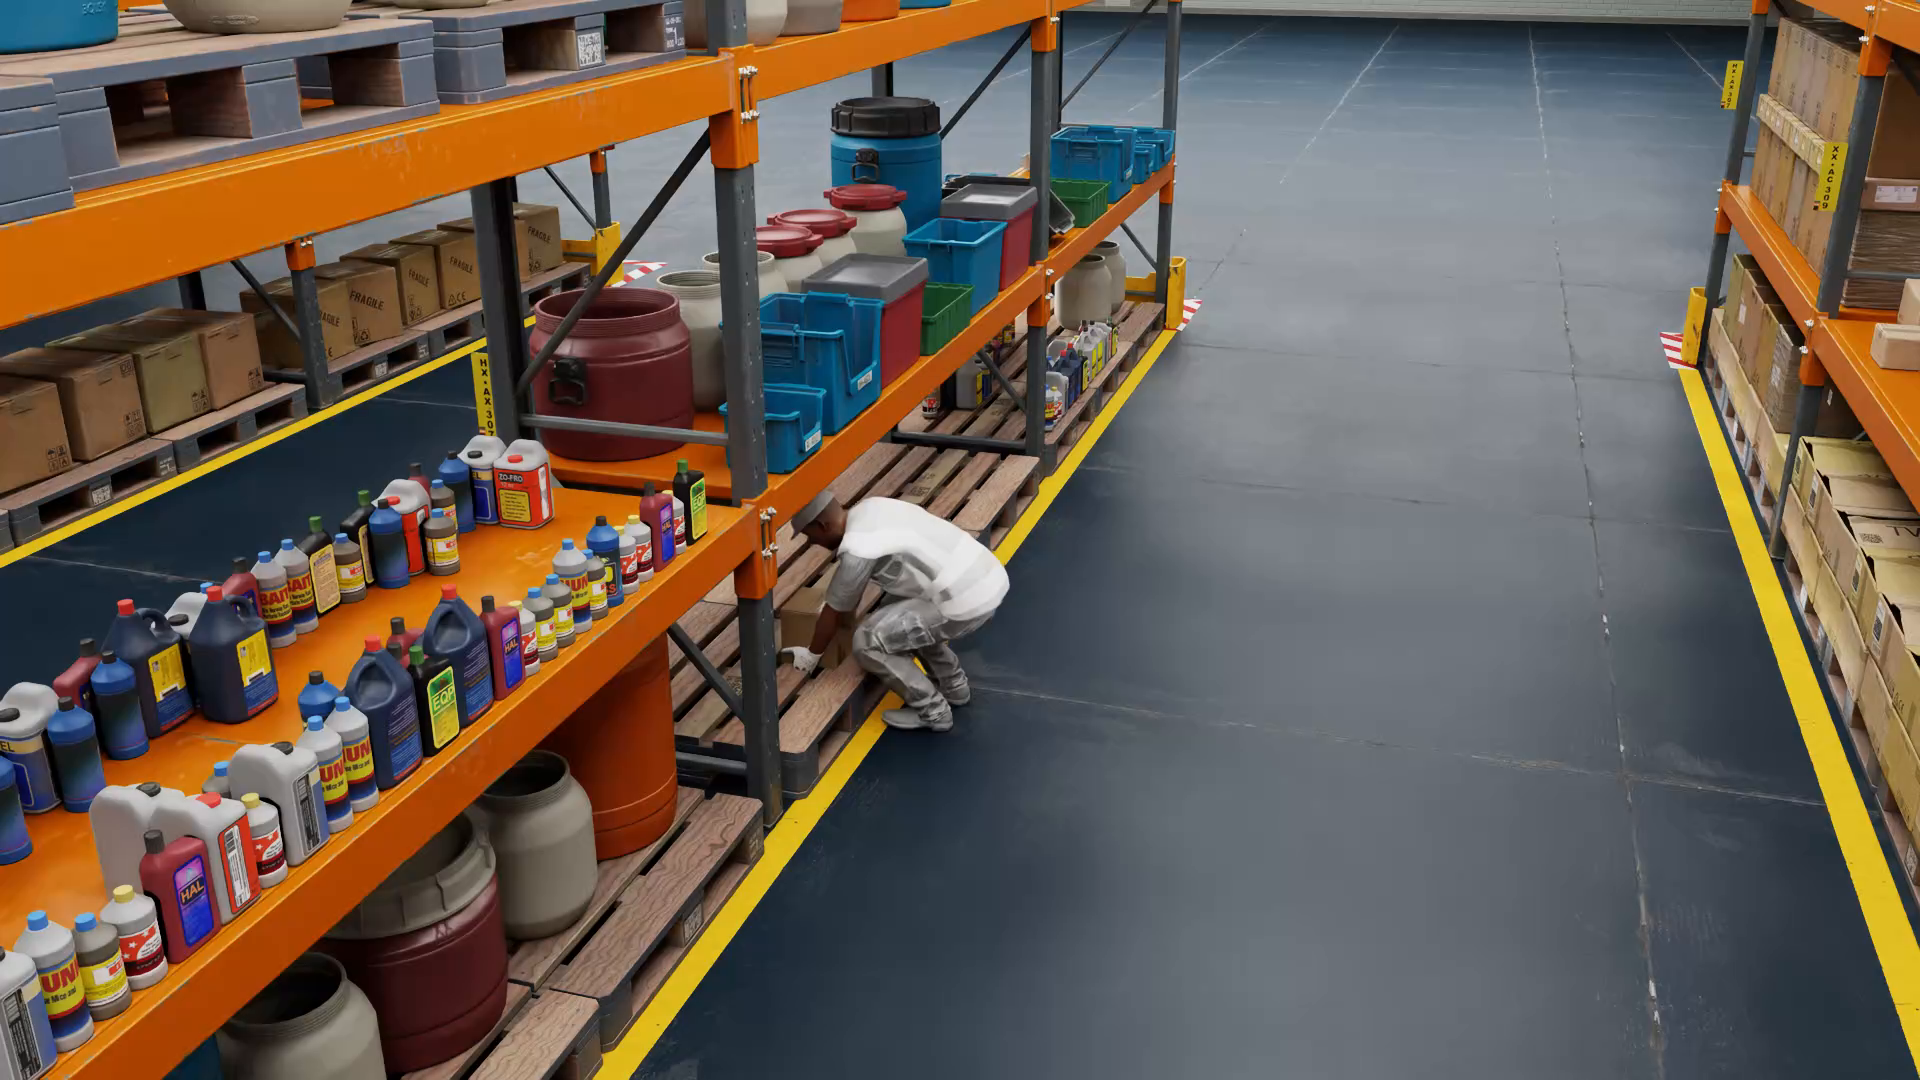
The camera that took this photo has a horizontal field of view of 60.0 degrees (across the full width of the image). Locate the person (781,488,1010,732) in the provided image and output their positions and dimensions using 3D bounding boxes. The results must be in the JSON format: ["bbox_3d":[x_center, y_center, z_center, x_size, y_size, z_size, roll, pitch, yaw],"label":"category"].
[{"bbox_3d":[-0.279,0.265,6.955,0.943,1.006,0.554,6,22,14],"label":"person"}]
